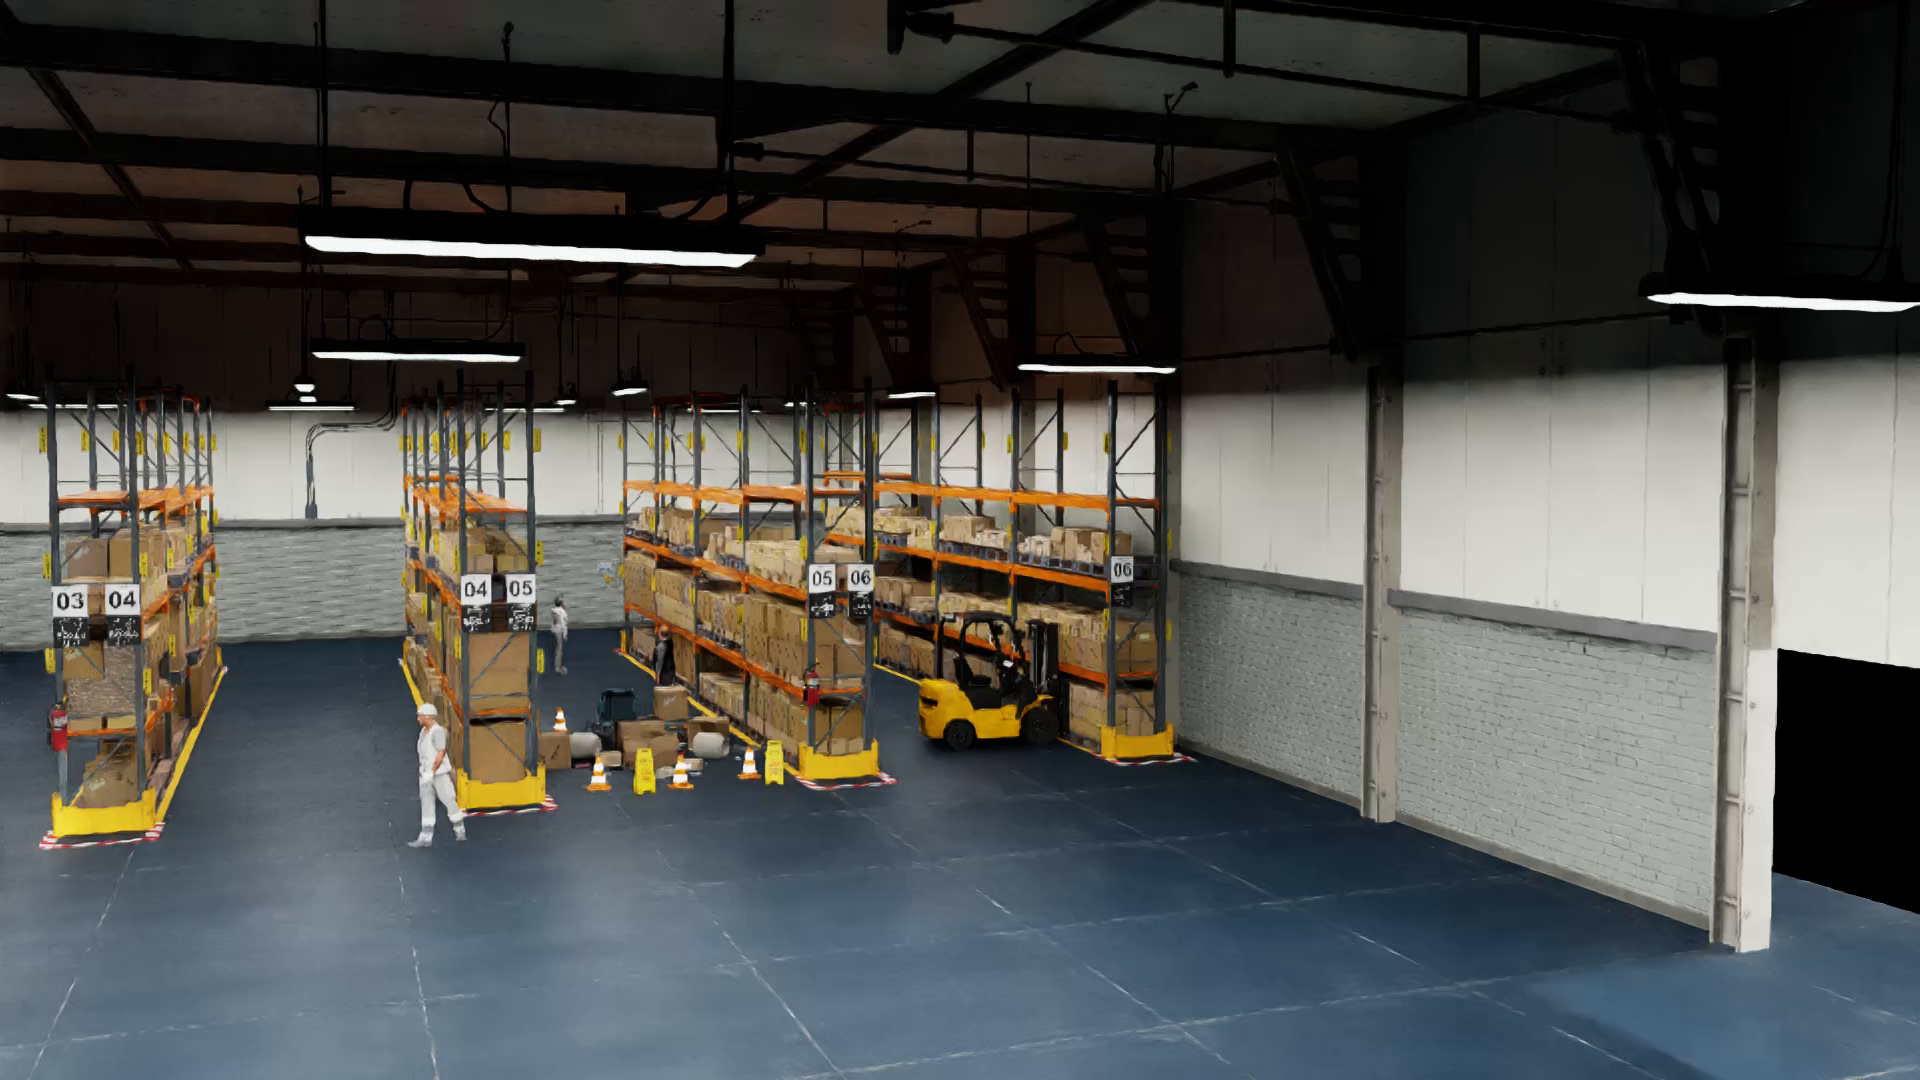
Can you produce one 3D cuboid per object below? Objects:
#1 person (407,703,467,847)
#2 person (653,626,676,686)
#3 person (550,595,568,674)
[{"bbox_3d":[-6.521,2.911,20.688,0.550,1.786,0.712,3,4,40],"label":"person"},{"bbox_3d":[-5.325,2.388,29.766,0.572,1.719,0.618,0,3,4],"label":"person"},{"bbox_3d":[-8.657,2.042,36.069,0.434,1.683,0.554,-3,5,-42],"label":"person"}]
